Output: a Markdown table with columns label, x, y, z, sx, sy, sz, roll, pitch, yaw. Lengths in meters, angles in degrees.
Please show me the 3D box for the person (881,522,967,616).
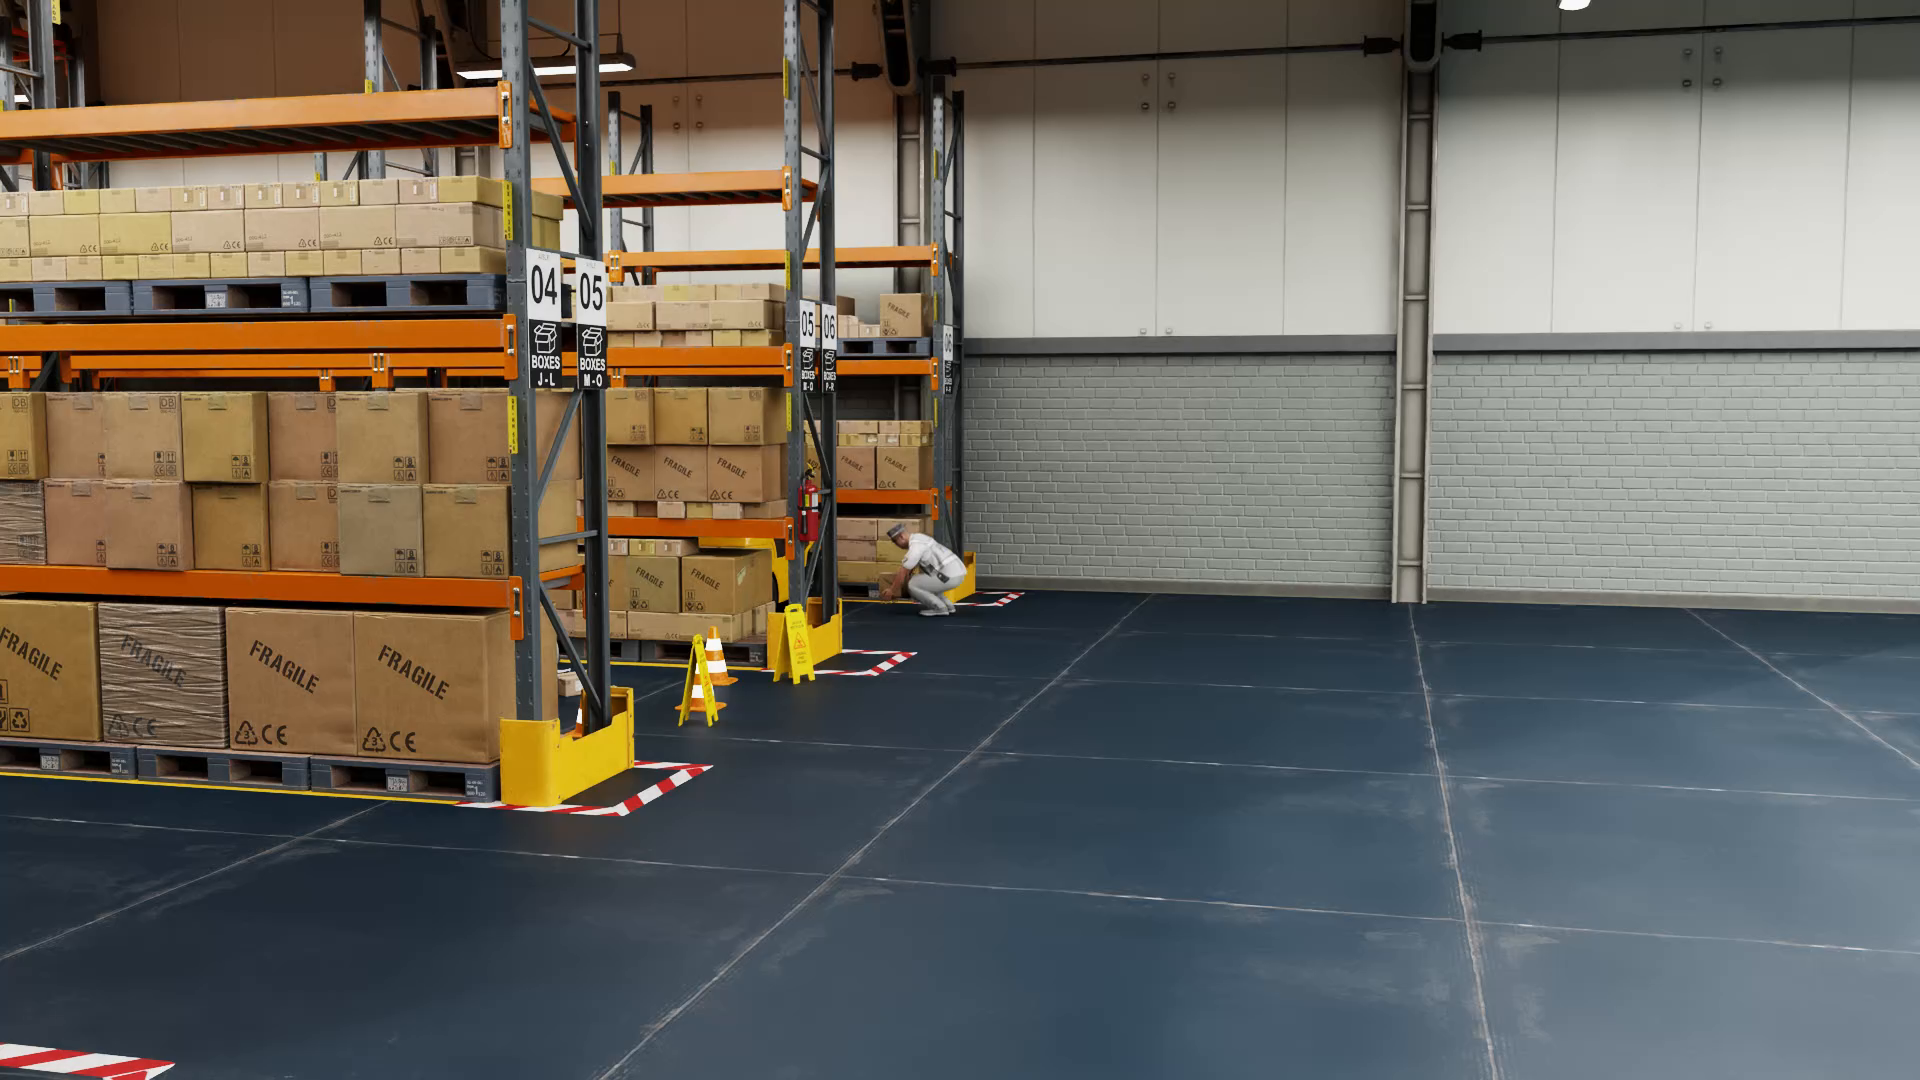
| label | x | y | z | sx | sy | sz | roll | pitch | yaw |
| --- | --- | --- | --- | --- | --- | --- | --- | --- | --- |
| person | -0.391 | 0.315 | 18.210 | 0.913 | 1.020 | 0.543 | 1 | 5 | 13 |
